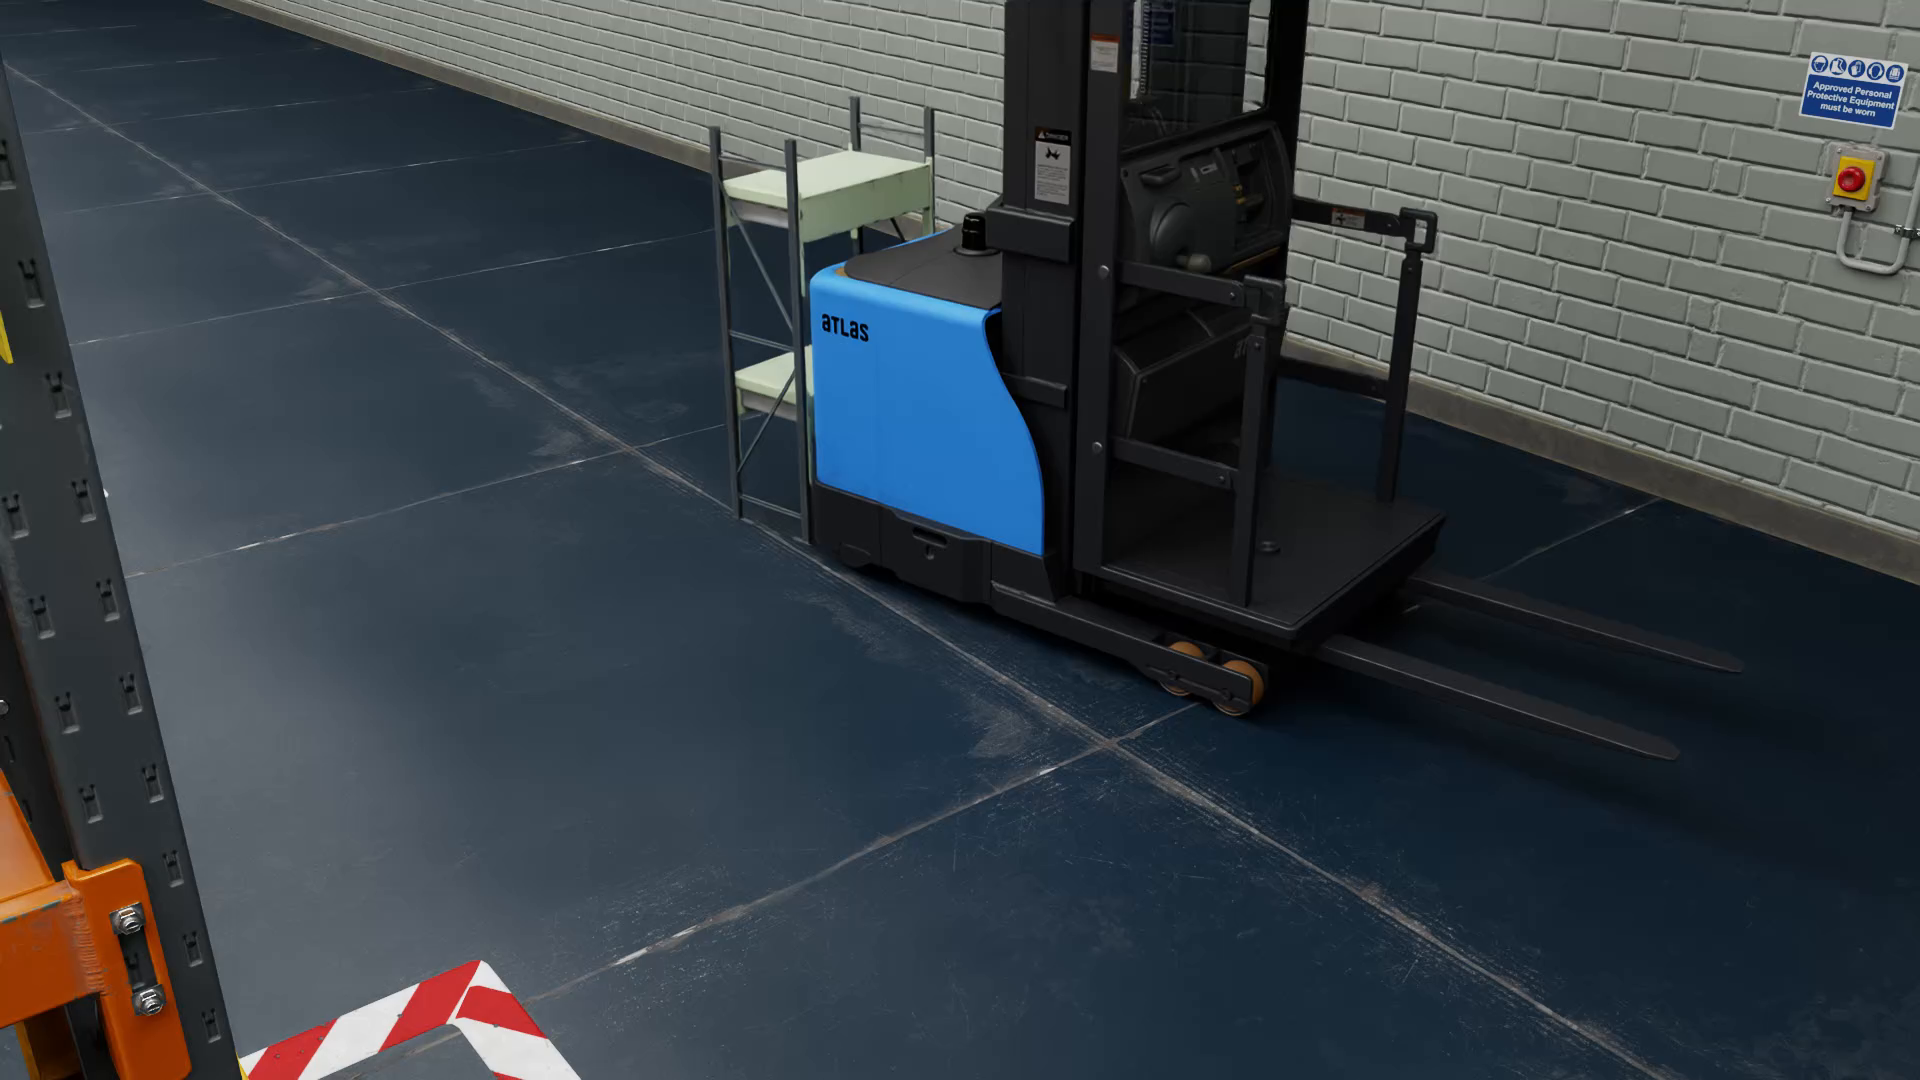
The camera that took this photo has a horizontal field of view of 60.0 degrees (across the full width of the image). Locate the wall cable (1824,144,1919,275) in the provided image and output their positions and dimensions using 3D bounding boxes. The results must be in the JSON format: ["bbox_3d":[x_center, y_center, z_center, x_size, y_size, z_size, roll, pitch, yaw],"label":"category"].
[{"bbox_3d":[3.024,-1.855,5.439,0.123,1.953,0.585,-18,31,-34],"label":"wall cable"}]

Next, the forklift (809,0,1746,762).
[{"bbox_3d":[0.936,-1.044,5.018,3.031,2.935,1.130,19,31,34],"label":"forklift"}]

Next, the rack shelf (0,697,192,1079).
[{"bbox_3d":[-2.973,0.939,1.519,4.000,0.370,1.077,-18,31,-34],"label":"rack shelf"}]

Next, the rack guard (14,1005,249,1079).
[{"bbox_3d":[-1.380,1.221,3.026,0.348,0.500,1.175,-18,31,-34],"label":"rack guard"}]

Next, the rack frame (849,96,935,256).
[{"bbox_3d":[-0.257,-0.954,6.524,0.400,1.500,0.023,19,31,34],"label":"rack frame"}]

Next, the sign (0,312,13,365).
[{"bbox_3d":[-1.075,-0.356,1.798,0.005,0.325,0.100,-18,31,-34],"label":"sign"}]

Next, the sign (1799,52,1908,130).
[{"bbox_3d":[3.042,-1.534,5.671,0.001,0.218,0.327,-18,31,-34],"label":"sign"}]

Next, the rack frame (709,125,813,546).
[{"bbox_3d":[-0.713,-0.713,6.004,0.400,1.500,0.023,19,31,34],"label":"rack frame"}]

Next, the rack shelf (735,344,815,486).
[{"bbox_3d":[-0.485,-0.538,6.401,0.431,0.370,0.720,19,31,34],"label":"rack shelf"}]

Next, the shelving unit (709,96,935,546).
[{"bbox_3d":[-0.485,-0.833,6.264,0.431,1.500,0.755,19,31,34],"label":"shelving unit"}]

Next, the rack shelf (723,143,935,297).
[{"bbox_3d":[-0.485,-1.187,6.100,0.431,0.370,0.720,19,31,34],"label":"rack shelf"}]
